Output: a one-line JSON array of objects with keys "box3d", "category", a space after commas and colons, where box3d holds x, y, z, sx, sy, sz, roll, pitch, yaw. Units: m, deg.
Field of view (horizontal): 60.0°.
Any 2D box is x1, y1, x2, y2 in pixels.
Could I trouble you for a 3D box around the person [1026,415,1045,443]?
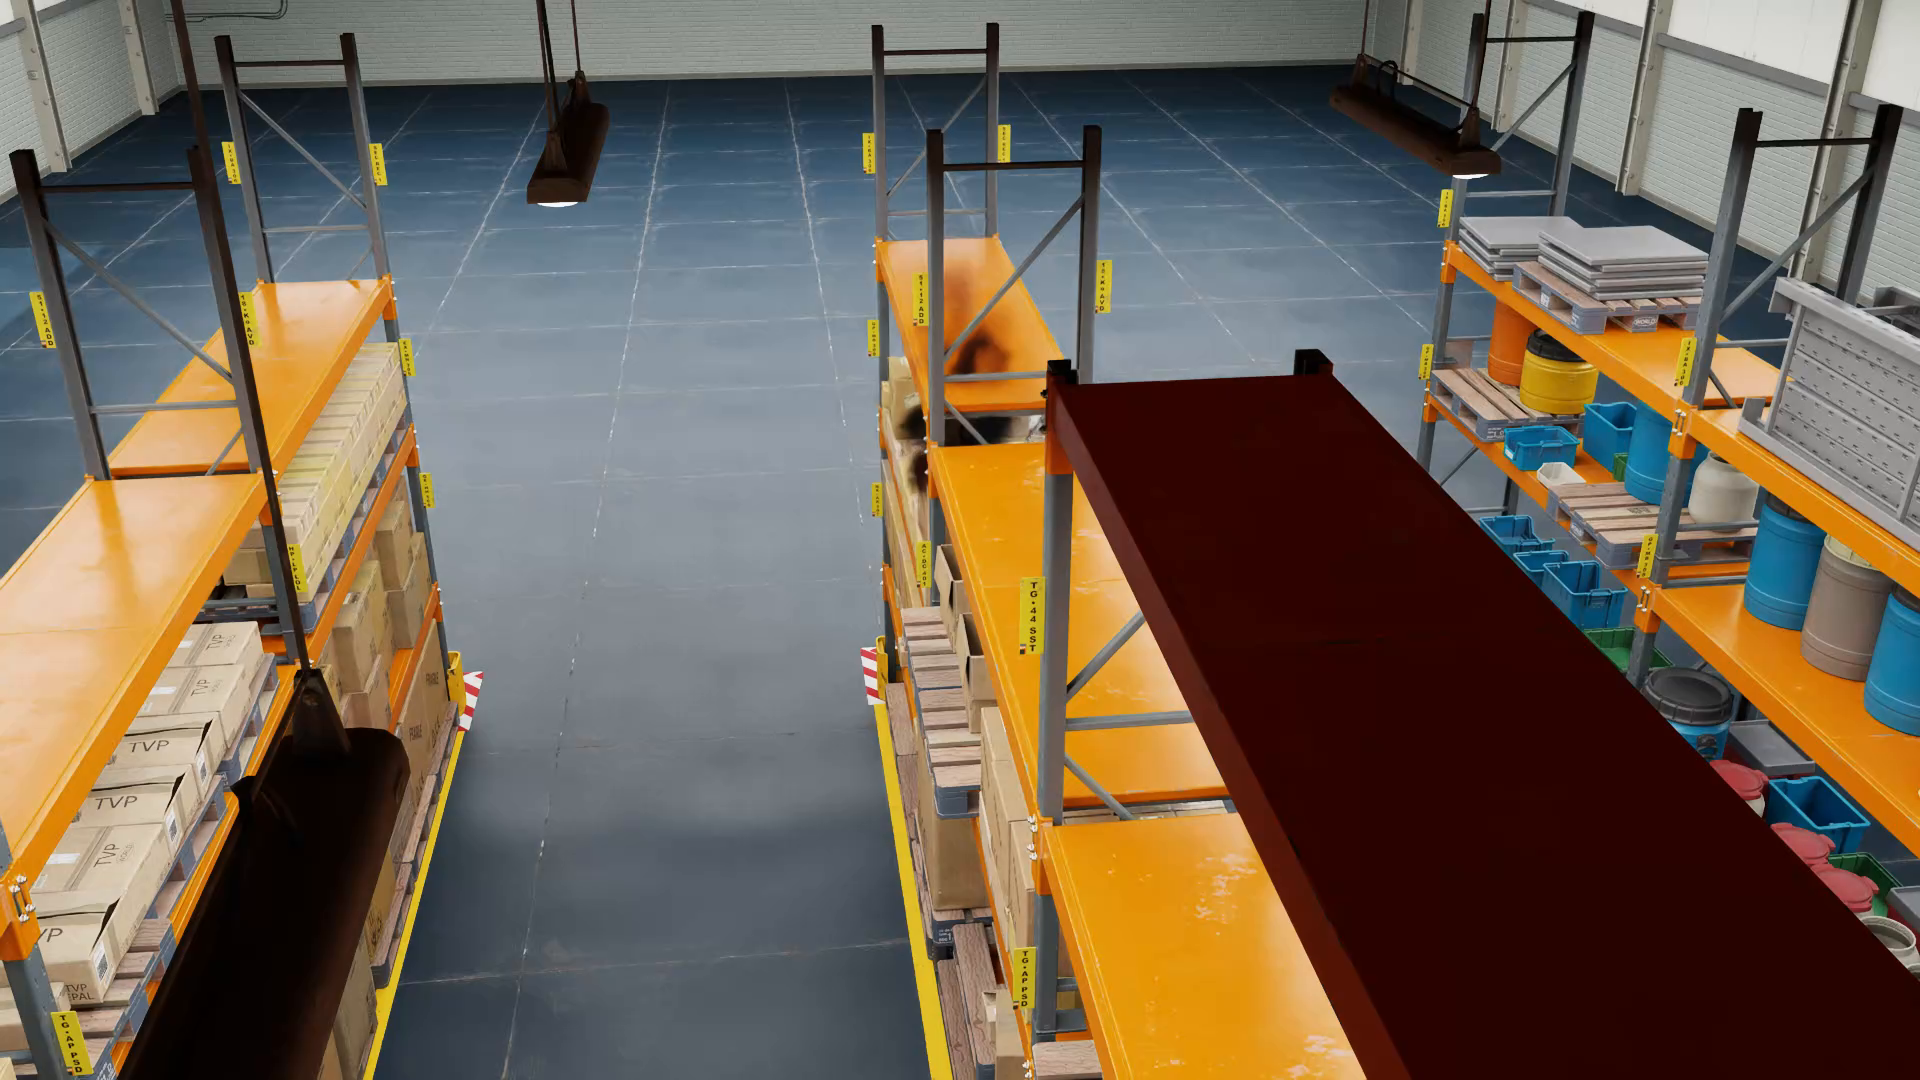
[{"box3d": [0.881, -1.021, 18.619, 0.781, 1.856, 0.637, 10, 27, 19], "category": "person"}]
